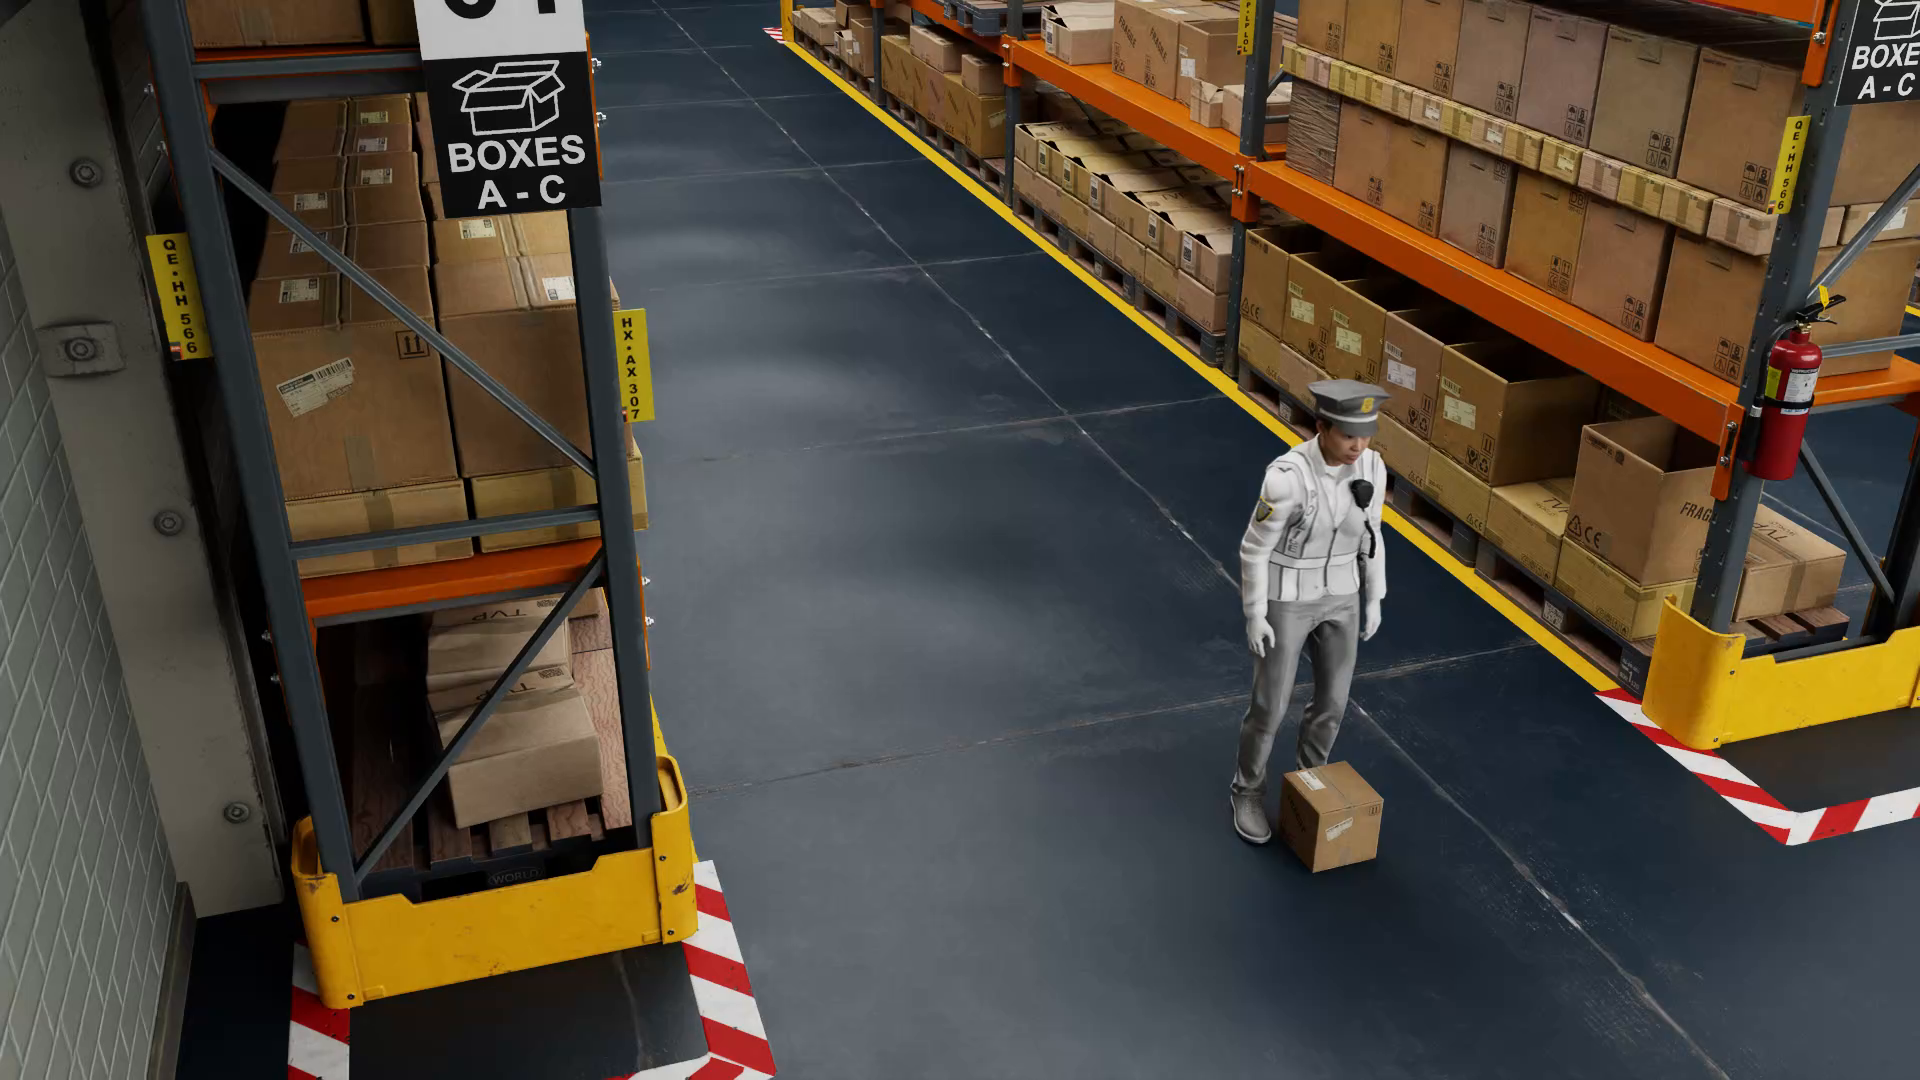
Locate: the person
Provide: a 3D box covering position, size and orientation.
[{"bbox_3d":[1.196,0.226,5.656,0.530,1.664,0.371,-8,28,-16],"label":"person"}]
